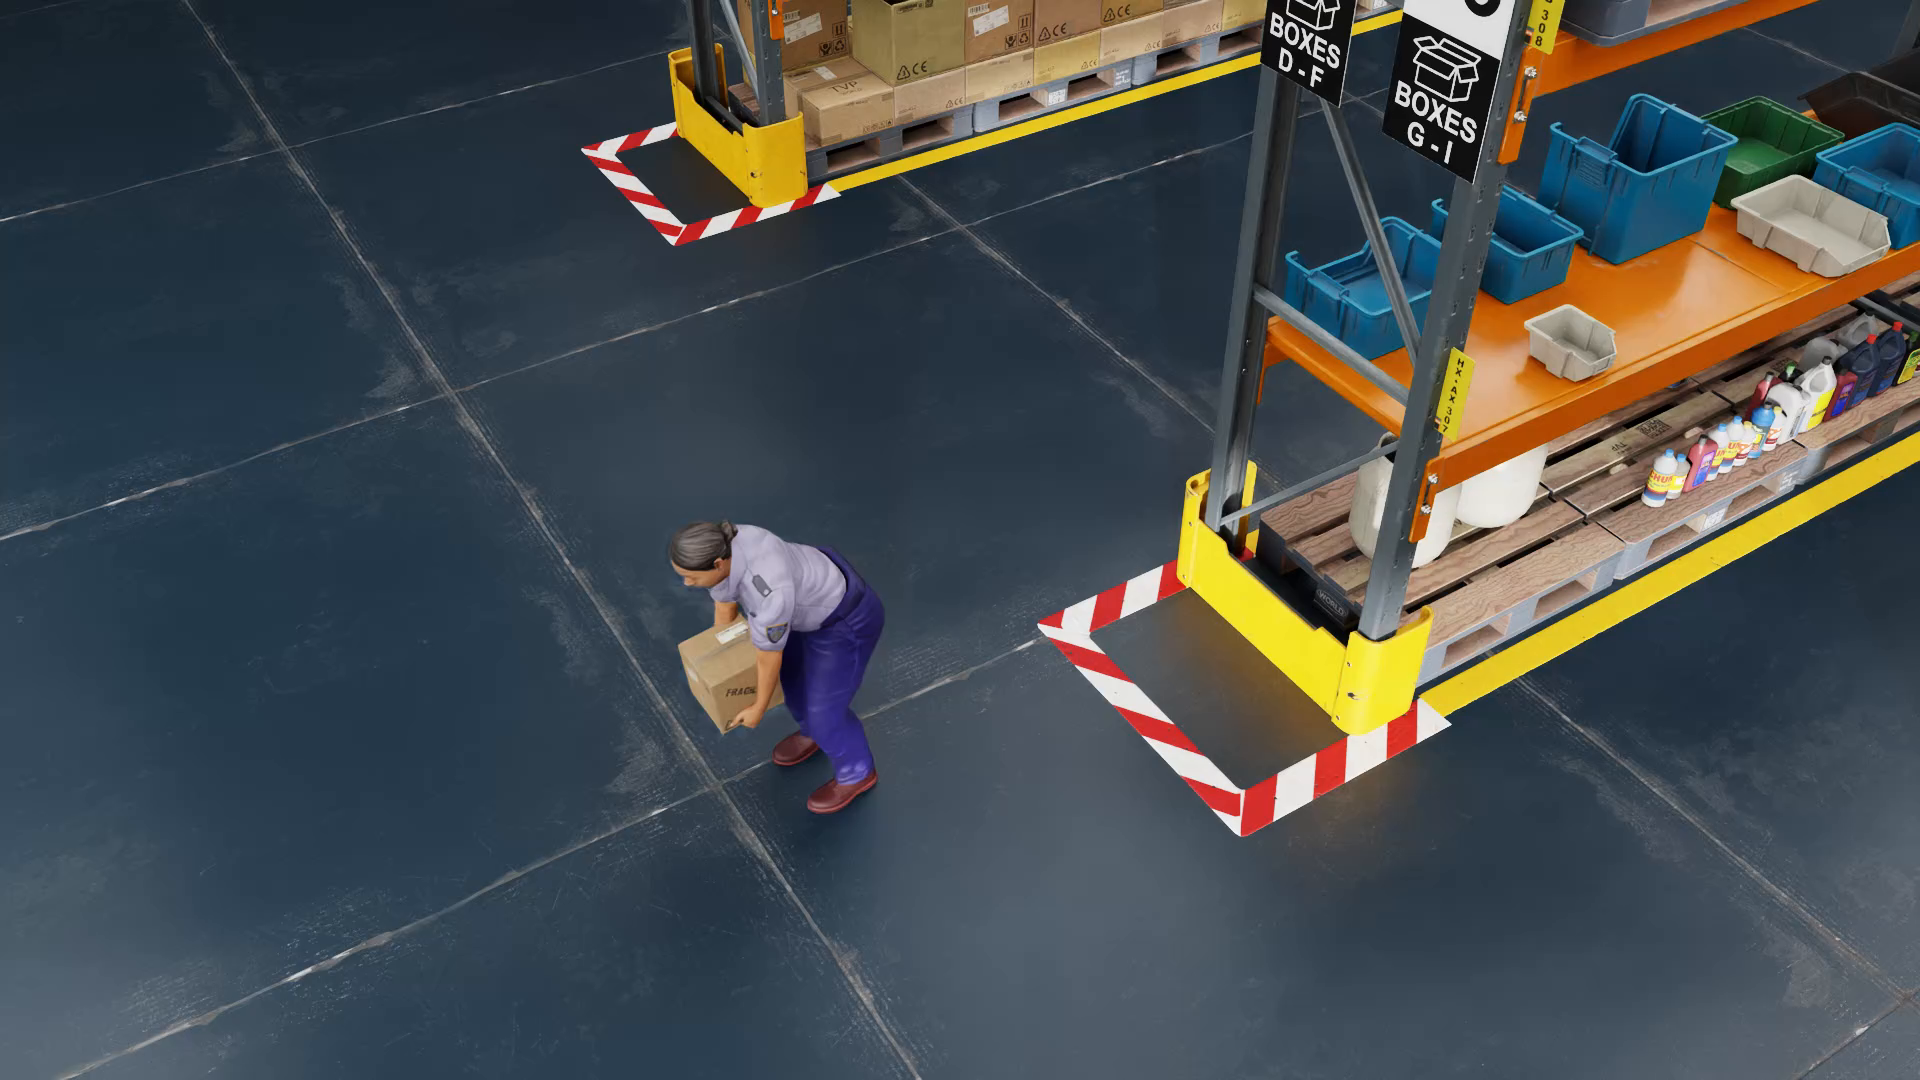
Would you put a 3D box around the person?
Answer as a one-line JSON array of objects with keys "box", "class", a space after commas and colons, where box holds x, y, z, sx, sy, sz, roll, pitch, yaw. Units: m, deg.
[{"box": [-0.630, 0.393, 5.884, 0.728, 1.437, 0.454, -24, 46, -25], "class": "person"}]
